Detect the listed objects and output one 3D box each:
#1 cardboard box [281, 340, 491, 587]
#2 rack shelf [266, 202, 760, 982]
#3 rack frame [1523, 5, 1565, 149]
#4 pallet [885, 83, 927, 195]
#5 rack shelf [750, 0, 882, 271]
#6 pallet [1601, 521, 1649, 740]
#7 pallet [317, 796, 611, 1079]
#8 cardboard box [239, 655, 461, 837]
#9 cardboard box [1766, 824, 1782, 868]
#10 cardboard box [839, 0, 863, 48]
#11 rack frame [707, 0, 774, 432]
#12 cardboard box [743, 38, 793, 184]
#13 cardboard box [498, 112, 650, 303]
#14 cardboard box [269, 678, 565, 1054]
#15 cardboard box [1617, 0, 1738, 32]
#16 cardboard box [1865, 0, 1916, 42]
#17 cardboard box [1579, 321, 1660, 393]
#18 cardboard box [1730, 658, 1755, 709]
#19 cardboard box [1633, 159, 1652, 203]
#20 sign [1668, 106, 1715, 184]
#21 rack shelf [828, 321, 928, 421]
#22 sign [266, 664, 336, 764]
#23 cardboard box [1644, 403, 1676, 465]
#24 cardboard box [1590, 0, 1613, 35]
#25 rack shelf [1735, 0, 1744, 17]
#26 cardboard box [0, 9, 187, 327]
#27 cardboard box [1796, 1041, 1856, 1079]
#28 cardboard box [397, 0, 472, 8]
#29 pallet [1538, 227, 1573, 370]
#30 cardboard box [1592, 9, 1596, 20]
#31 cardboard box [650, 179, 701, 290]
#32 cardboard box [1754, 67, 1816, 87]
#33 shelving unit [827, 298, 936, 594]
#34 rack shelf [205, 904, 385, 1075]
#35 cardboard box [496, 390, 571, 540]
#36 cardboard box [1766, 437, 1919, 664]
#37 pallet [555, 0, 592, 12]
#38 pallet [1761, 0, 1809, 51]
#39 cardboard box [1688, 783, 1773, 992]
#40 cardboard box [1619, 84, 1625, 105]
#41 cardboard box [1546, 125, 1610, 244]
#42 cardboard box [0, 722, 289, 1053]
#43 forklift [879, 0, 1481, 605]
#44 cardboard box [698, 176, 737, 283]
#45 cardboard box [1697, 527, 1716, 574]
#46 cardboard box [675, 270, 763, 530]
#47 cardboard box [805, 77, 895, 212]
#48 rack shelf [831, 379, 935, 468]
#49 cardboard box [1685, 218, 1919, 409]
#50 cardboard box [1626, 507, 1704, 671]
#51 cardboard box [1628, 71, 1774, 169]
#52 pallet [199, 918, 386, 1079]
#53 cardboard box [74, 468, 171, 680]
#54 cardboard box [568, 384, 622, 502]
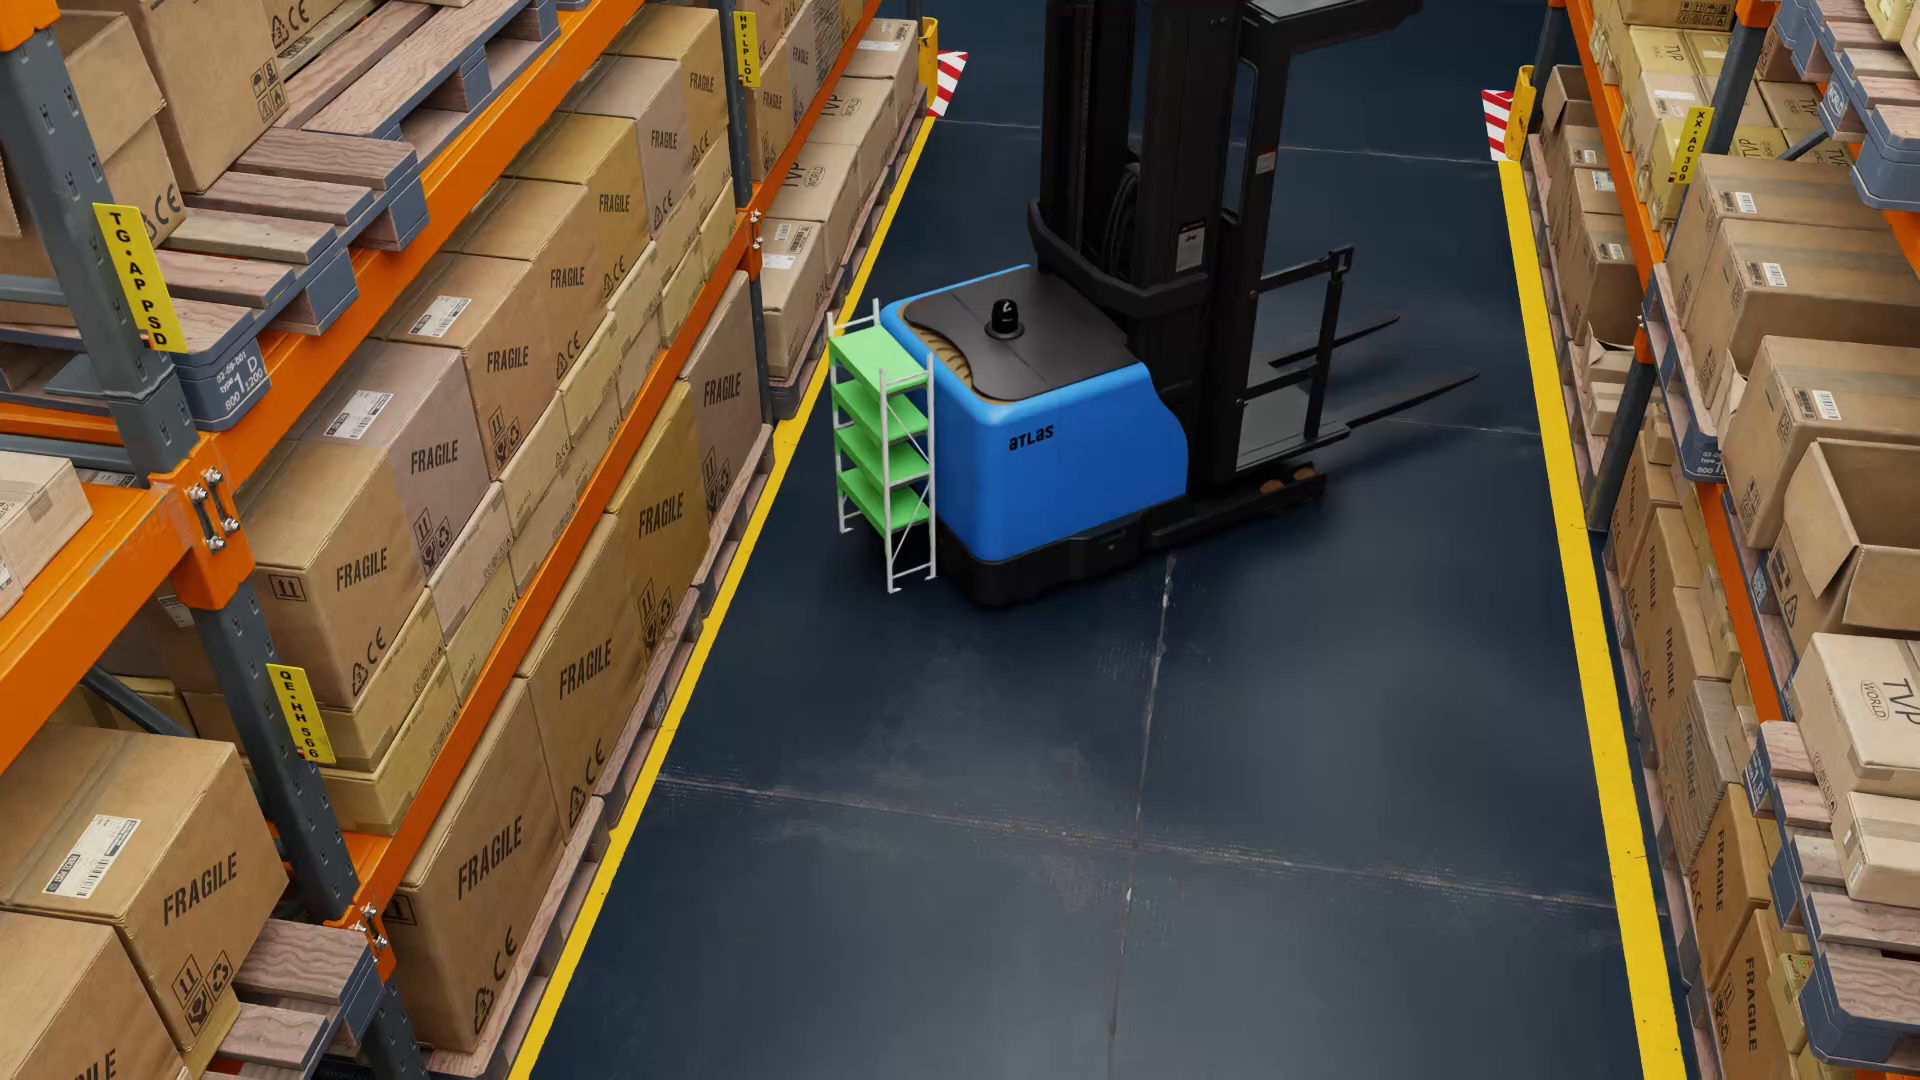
[{"bbox_3d":[-1.734,-0.233,4.814,0.500,0.500,0.500,7,40,8],"label":"cardboard box"},{"bbox_3d":[-1.790,-0.192,6.192,1.077,0.370,4.000,6,40,8],"label":"rack shelf"},{"bbox_3d":[4.137,-3.689,9.858,1.000,3.000,0.127,6,40,8],"label":"rack frame"},{"bbox_3d":[-0.813,-2.649,10.789,1.003,0.211,1.213,6,40,8],"label":"pallet"},{"bbox_3d":[-1.098,-2.702,9.229,1.077,0.370,4.000,6,40,8],"label":"rack shelf"},{"bbox_3d":[3.342,0.410,7.088,1.003,0.211,1.213,6,40,8],"label":"pallet"},{"bbox_3d":[-1.926,1.375,5.922,1.003,0.211,1.213,6,40,8],"label":"pallet"},{"bbox_3d":[-1.804,0.565,4.831,0.500,0.250,0.500,6,40,7],"label":"cardboard box"},{"bbox_3d":[2.785,1.049,5.250,0.380,0.149,0.250,8,40,9],"label":"cardboard box"},{"bbox_3d":[-0.833,-2.978,8.920,0.500,0.500,0.500,8,40,9],"label":"cardboard box"},{"bbox_3d":[-1.444,-1.724,7.481,1.000,3.000,0.127,6,40,8],"label":"rack frame"},{"bbox_3d":[-1.105,-2.028,7.771,0.500,0.500,0.500,8,40,9],"label":"cardboard box"},{"bbox_3d":[-1.464,-1.198,5.982,0.500,0.500,0.500,8,40,9],"label":"cardboard box"},{"bbox_3d":[-1.935,1.019,5.501,0.875,0.875,0.875,6,40,7],"label":"cardboard box"},{"bbox_3d":[3.534,-2.839,8.125,0.500,0.500,0.500,7,40,9],"label":"cardboard box"},{"bbox_3d":[2.775,-1.495,4.640,0.380,0.149,0.250,7,40,9],"label":"cardboard box"},{"bbox_3d":[3.314,-0.893,8.292,0.396,0.266,0.258,8,40,9],"label":"cardboard box"},{"bbox_3d":[2.939,0.567,5.833,0.380,0.149,0.250,7,40,8],"label":"cardboard box"},{"bbox_3d":[3.296,-1.642,7.579,0.380,0.149,0.250,7,40,9],"label":"cardboard box"},{"bbox_3d":[2.909,-1.568,6.613,0.100,0.325,0.005,6,40,8],"label":"sign"},{"bbox_3d":[-0.337,-0.717,7.023,0.258,0.148,0.480,-20,43,-22],"label":"rack shelf"},{"bbox_3d":[-1.600,0.424,4.036,0.100,0.325,0.005,6,40,8],"label":"sign"},{"bbox_3d":[3.121,-0.432,7.041,0.380,0.149,0.250,8,40,10],"label":"cardboard box"},{"bbox_3d":[3.622,-2.856,8.735,0.500,0.250,0.500,6,40,7],"label":"cardboard box"},{"bbox_3d":[3.791,-3.313,7.614,1.077,0.370,4.000,6,40,8],"label":"rack shelf"},{"bbox_3d":[-2.220,-0.825,3.629,0.797,0.503,0.637,4,40,5],"label":"cardboard box"},{"bbox_3d":[2.589,1.545,4.650,0.380,0.149,0.250,5,40,5],"label":"cardboard box"},{"bbox_3d":[-1.624,-1.749,5.011,0.380,0.166,0.250,10,41,11],"label":"cardboard box"},{"bbox_3d":[3.774,-1.303,9.161,1.003,0.211,1.213,6,40,8],"label":"pallet"},{"bbox_3d":[3.696,-2.931,9.138,0.380,0.149,0.250,8,40,9],"label":"cardboard box"},{"bbox_3d":[-1.360,-1.241,6.622,0.500,0.250,0.500,7,40,9],"label":"cardboard box"},{"bbox_3d":[3.968,-2.156,7.888,0.500,0.250,0.500,7,40,9],"label":"cardboard box"},{"bbox_3d":[-0.336,-0.396,7.288,0.258,1.200,0.503,-20,43,-22],"label":"shelving unit"},{"bbox_3d":[-2.483,2.319,3.156,1.077,0.370,4.000,6,40,8],"label":"rack shelf"},{"bbox_3d":[-1.617,-0.275,5.454,0.500,0.250,0.500,6,40,8],"label":"cardboard box"},{"bbox_3d":[2.853,0.085,4.883,0.797,0.503,0.637,6,40,7],"label":"cardboard box"},{"bbox_3d":[-1.554,-2.226,5.884,0.805,0.209,1.217,5,40,6],"label":"pallet"},{"bbox_3d":[3.263,-1.861,5.440,1.213,0.211,1.003,6,40,8],"label":"pallet"},{"bbox_3d":[2.799,1.202,5.574,0.500,0.500,0.500,8,40,10],"label":"cardboard box"},{"bbox_3d":[3.536,-2.277,8.347,0.380,0.149,0.250,6,40,8],"label":"cardboard box"},{"bbox_3d":[3.752,-1.982,9.426,0.700,0.500,0.500,8,40,9],"label":"cardboard box"},{"bbox_3d":[-1.941,0.787,3.802,0.500,0.500,0.500,5,40,6],"label":"cardboard box"},{"bbox_3d":[1.164,-1.525,7.294,3.031,2.935,1.130,-20,43,-22],"label":"forklift"},{"bbox_3d":[-1.274,-1.357,7.155,0.500,0.250,0.500,5,40,7],"label":"cardboard box"},{"bbox_3d":[3.082,0.086,6.414,0.380,0.149,0.250,6,40,7],"label":"cardboard box"},{"bbox_3d":[-1.473,-0.669,7.543,0.875,0.875,0.875,8,40,9],"label":"cardboard box"},{"bbox_3d":[-0.918,-2.408,9.990,0.875,0.438,0.875,7,40,9],"label":"cardboard box"},{"bbox_3d":[-0.337,-0.532,7.176,0.258,0.148,0.480,-20,43,-22],"label":"rack shelf"},{"bbox_3d":[3.051,-0.776,5.926,0.700,0.500,0.500,7,40,8],"label":"cardboard box"},{"bbox_3d":[3.057,0.236,6.742,0.500,0.500,0.500,6,40,7],"label":"cardboard box"},{"bbox_3d":[3.365,-1.898,7.576,0.500,0.250,0.500,7,40,8],"label":"cardboard box"},{"bbox_3d":[-2.155,1.319,3.951,1.213,0.211,1.003,6,40,8],"label":"pallet"},{"bbox_3d":[-2.305,0.009,4.522,0.500,0.500,0.500,5,40,6],"label":"cardboard box"},{"bbox_3d":[-1.554,-0.398,5.995,0.500,0.250,0.500,6,40,8],"label":"cardboard box"}]
